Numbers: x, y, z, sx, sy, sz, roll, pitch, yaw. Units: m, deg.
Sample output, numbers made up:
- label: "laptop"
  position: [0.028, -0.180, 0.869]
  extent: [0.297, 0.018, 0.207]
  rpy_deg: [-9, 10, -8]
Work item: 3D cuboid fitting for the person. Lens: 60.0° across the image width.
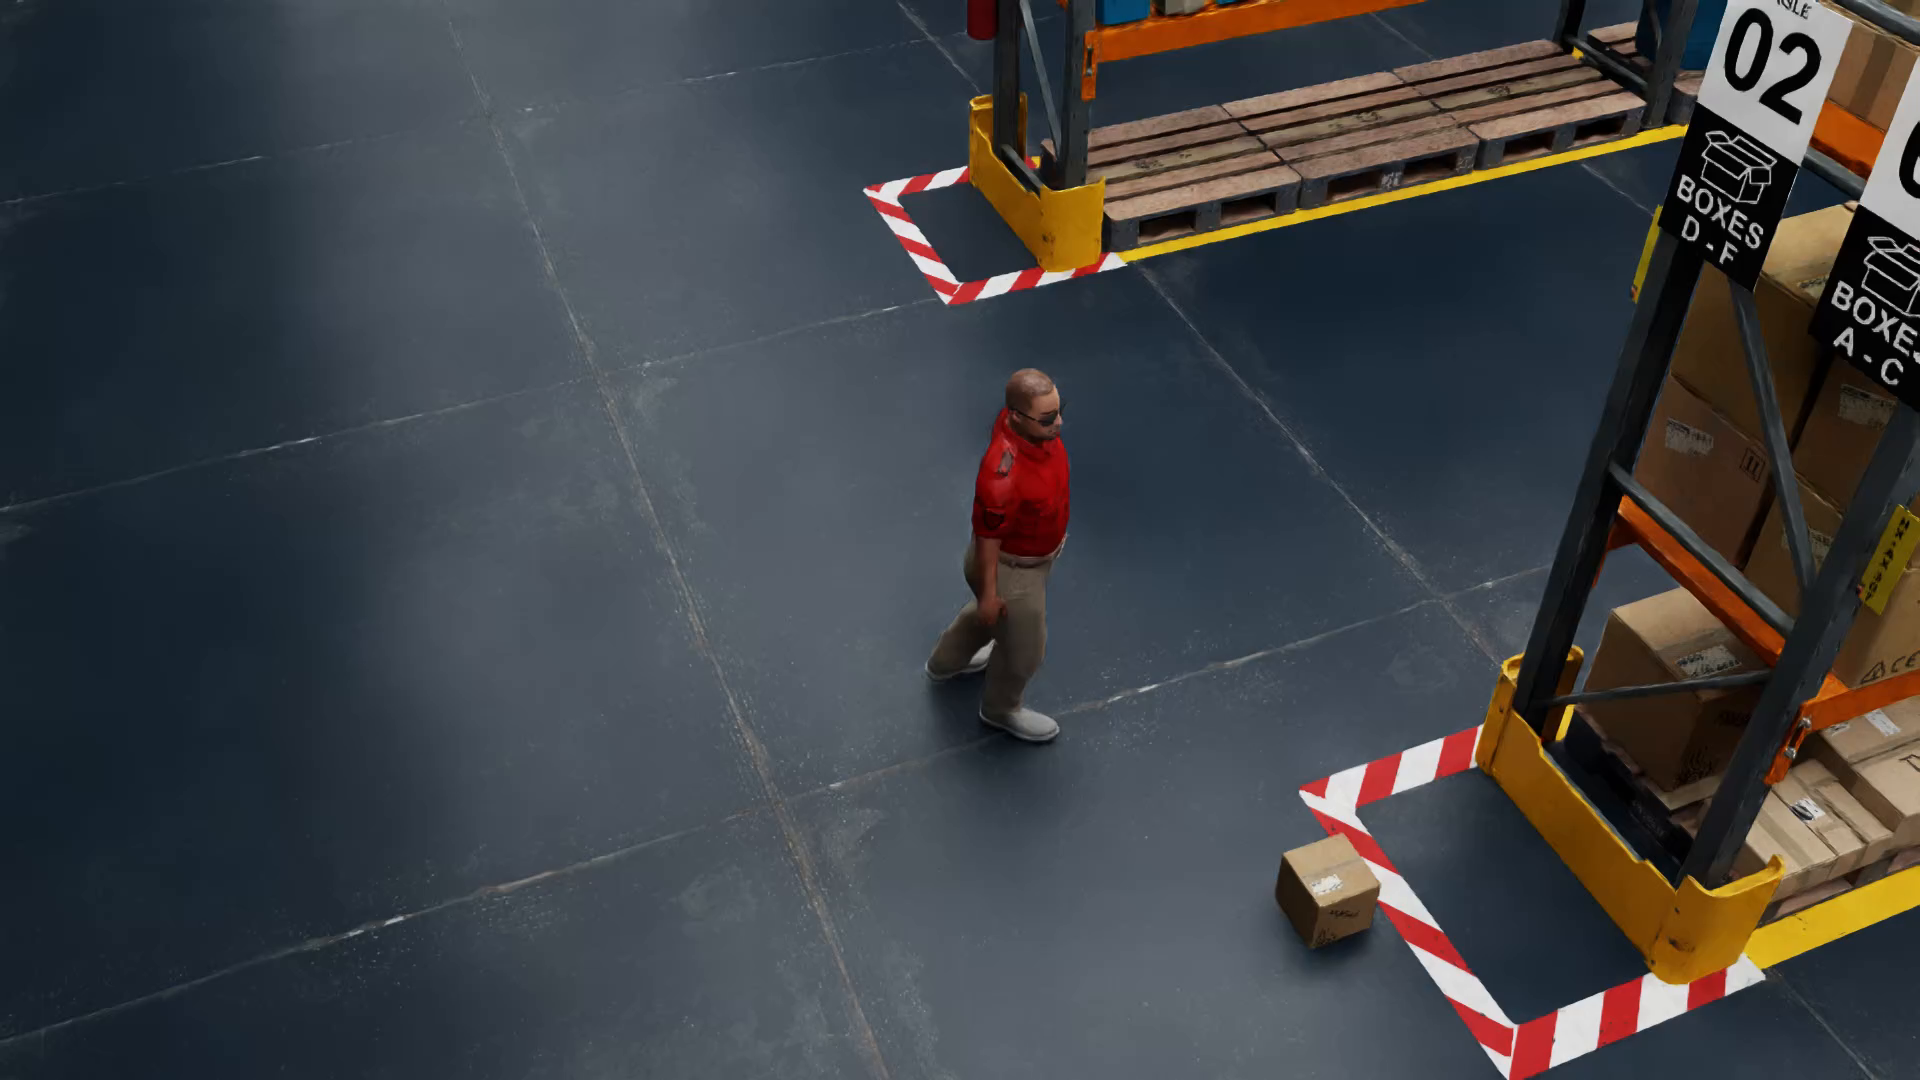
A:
- label: "person"
  position: [0.127, 0.017, 6.101]
  extent: [0.540, 1.644, 0.574]
  rpy_deg: [8, 42, 9]
